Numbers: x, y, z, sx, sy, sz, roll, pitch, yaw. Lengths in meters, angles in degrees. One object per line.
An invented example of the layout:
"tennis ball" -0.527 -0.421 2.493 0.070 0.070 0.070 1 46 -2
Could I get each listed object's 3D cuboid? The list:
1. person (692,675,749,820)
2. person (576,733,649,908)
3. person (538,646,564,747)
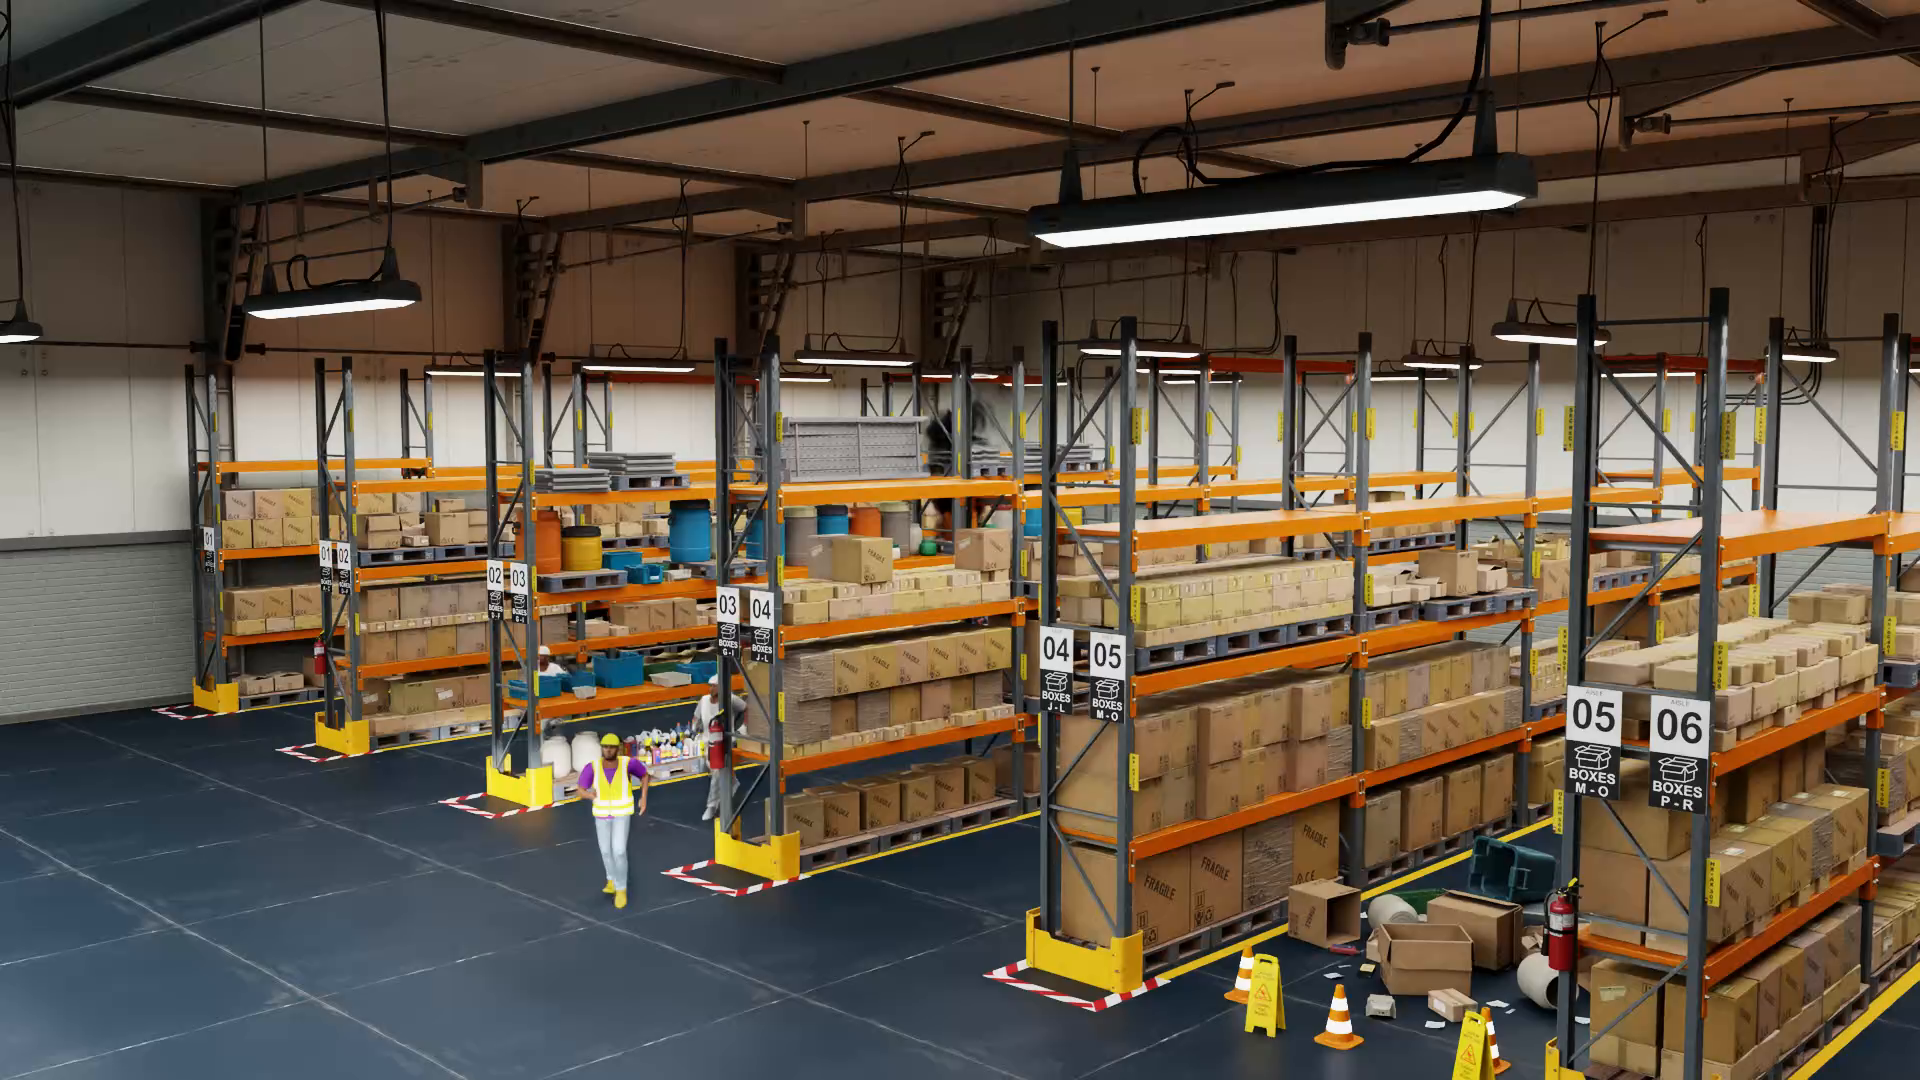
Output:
"person" -3.103 2.645 21.515 0.715 1.828 0.948 2 5 19
"person" -3.678 2.943 17.545 0.702 1.839 0.770 0 4 1
"person" -6.188 2.423 24.885 0.741 1.717 0.698 2 5 22
